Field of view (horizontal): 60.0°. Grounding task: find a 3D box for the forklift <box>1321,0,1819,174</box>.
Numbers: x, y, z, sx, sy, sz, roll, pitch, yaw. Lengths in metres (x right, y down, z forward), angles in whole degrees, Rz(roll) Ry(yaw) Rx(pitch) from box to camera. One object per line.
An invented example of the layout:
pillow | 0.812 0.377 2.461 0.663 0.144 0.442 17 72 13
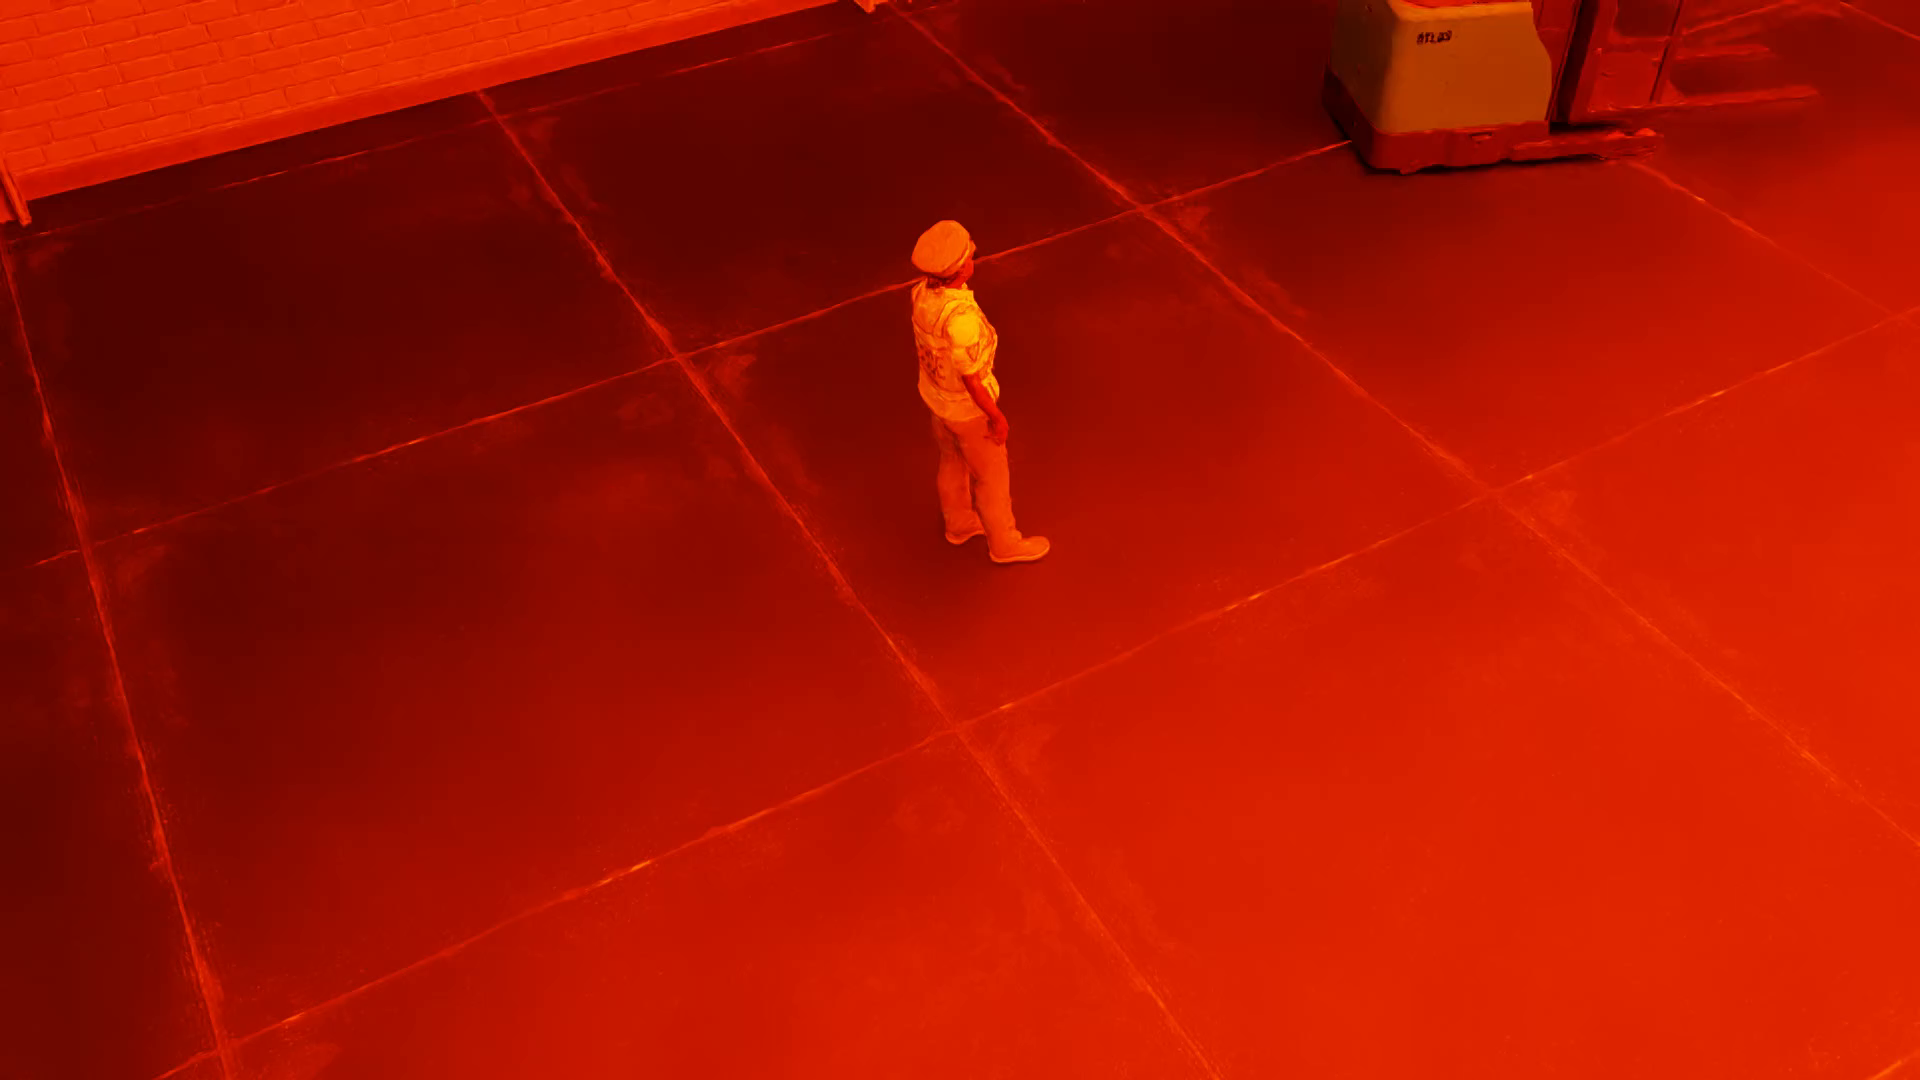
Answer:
forklift | 3.930 -3.811 9.808 3.031 2.935 1.130 -7 43 -7

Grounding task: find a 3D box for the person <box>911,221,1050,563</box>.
person | 0.075 -0.641 7.287 0.529 1.695 0.570 -21 47 -21
